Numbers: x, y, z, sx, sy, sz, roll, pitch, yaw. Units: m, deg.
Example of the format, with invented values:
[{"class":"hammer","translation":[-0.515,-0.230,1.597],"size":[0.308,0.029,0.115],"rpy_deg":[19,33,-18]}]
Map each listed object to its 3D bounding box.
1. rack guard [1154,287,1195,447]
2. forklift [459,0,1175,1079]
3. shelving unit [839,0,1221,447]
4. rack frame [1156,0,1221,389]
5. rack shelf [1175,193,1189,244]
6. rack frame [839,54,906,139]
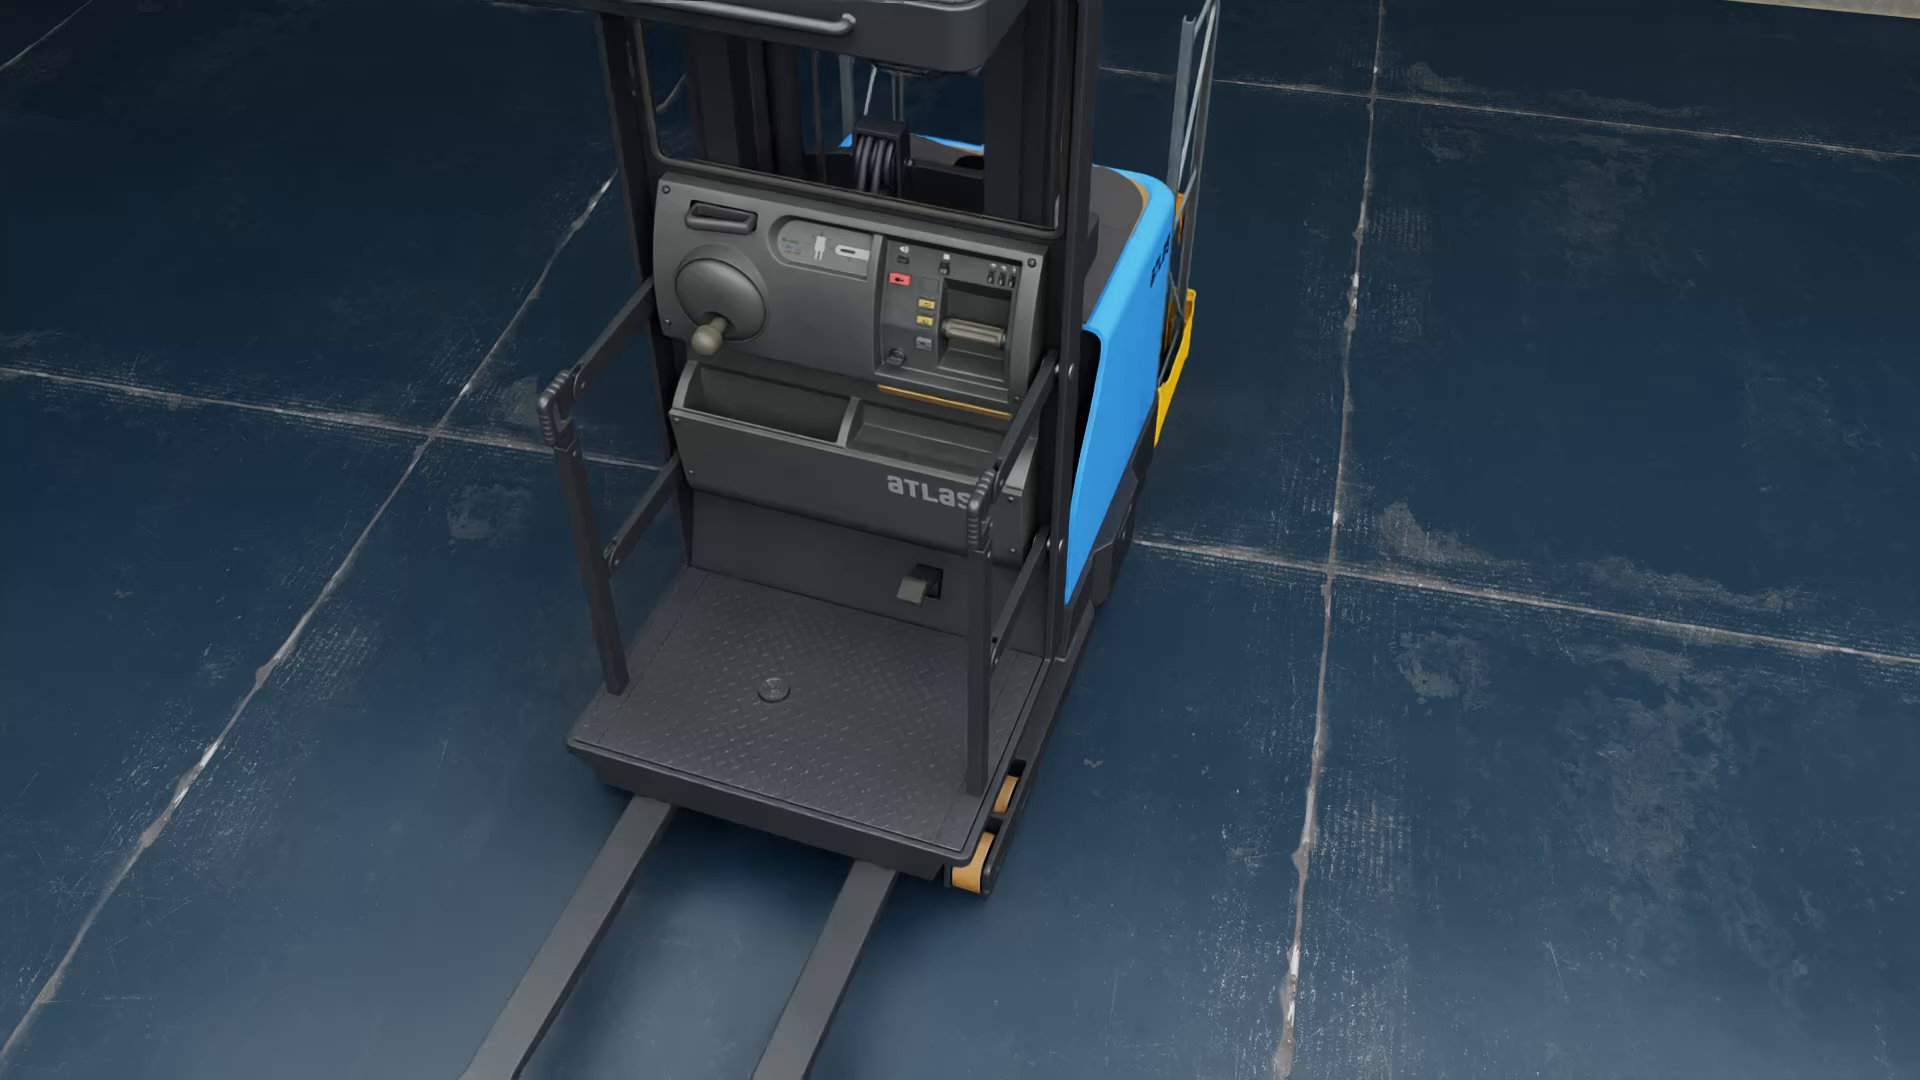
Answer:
[{"class":"rack guard","translation":[0.697,-0.595,5.688],"size":[0.087,0.250,0.587],"rpy_deg":[12,45,12]},{"class":"forklift","translation":[-0.336,-0.472,3.627],"size":[1.130,2.935,3.031],"rpy_deg":[14,46,14]},{"class":"shelving unit","translation":[0.222,-1.148,5.361],"size":[1.083,1.500,0.587],"rpy_deg":[12,45,12]},{"class":"rack frame","translation":[0.699,-1.045,5.254],"size":[0.032,1.500,0.500],"rpy_deg":[12,45,12]},{"class":"rack shelf","translation":[0.214,-1.020,5.488],"size":[1.000,0.185,0.538],"rpy_deg":[12,45,12]},{"class":"rack frame","translation":[-0.272,-1.255,5.473],"size":[0.032,1.500,0.500],"rpy_deg":[12,45,12]}]
